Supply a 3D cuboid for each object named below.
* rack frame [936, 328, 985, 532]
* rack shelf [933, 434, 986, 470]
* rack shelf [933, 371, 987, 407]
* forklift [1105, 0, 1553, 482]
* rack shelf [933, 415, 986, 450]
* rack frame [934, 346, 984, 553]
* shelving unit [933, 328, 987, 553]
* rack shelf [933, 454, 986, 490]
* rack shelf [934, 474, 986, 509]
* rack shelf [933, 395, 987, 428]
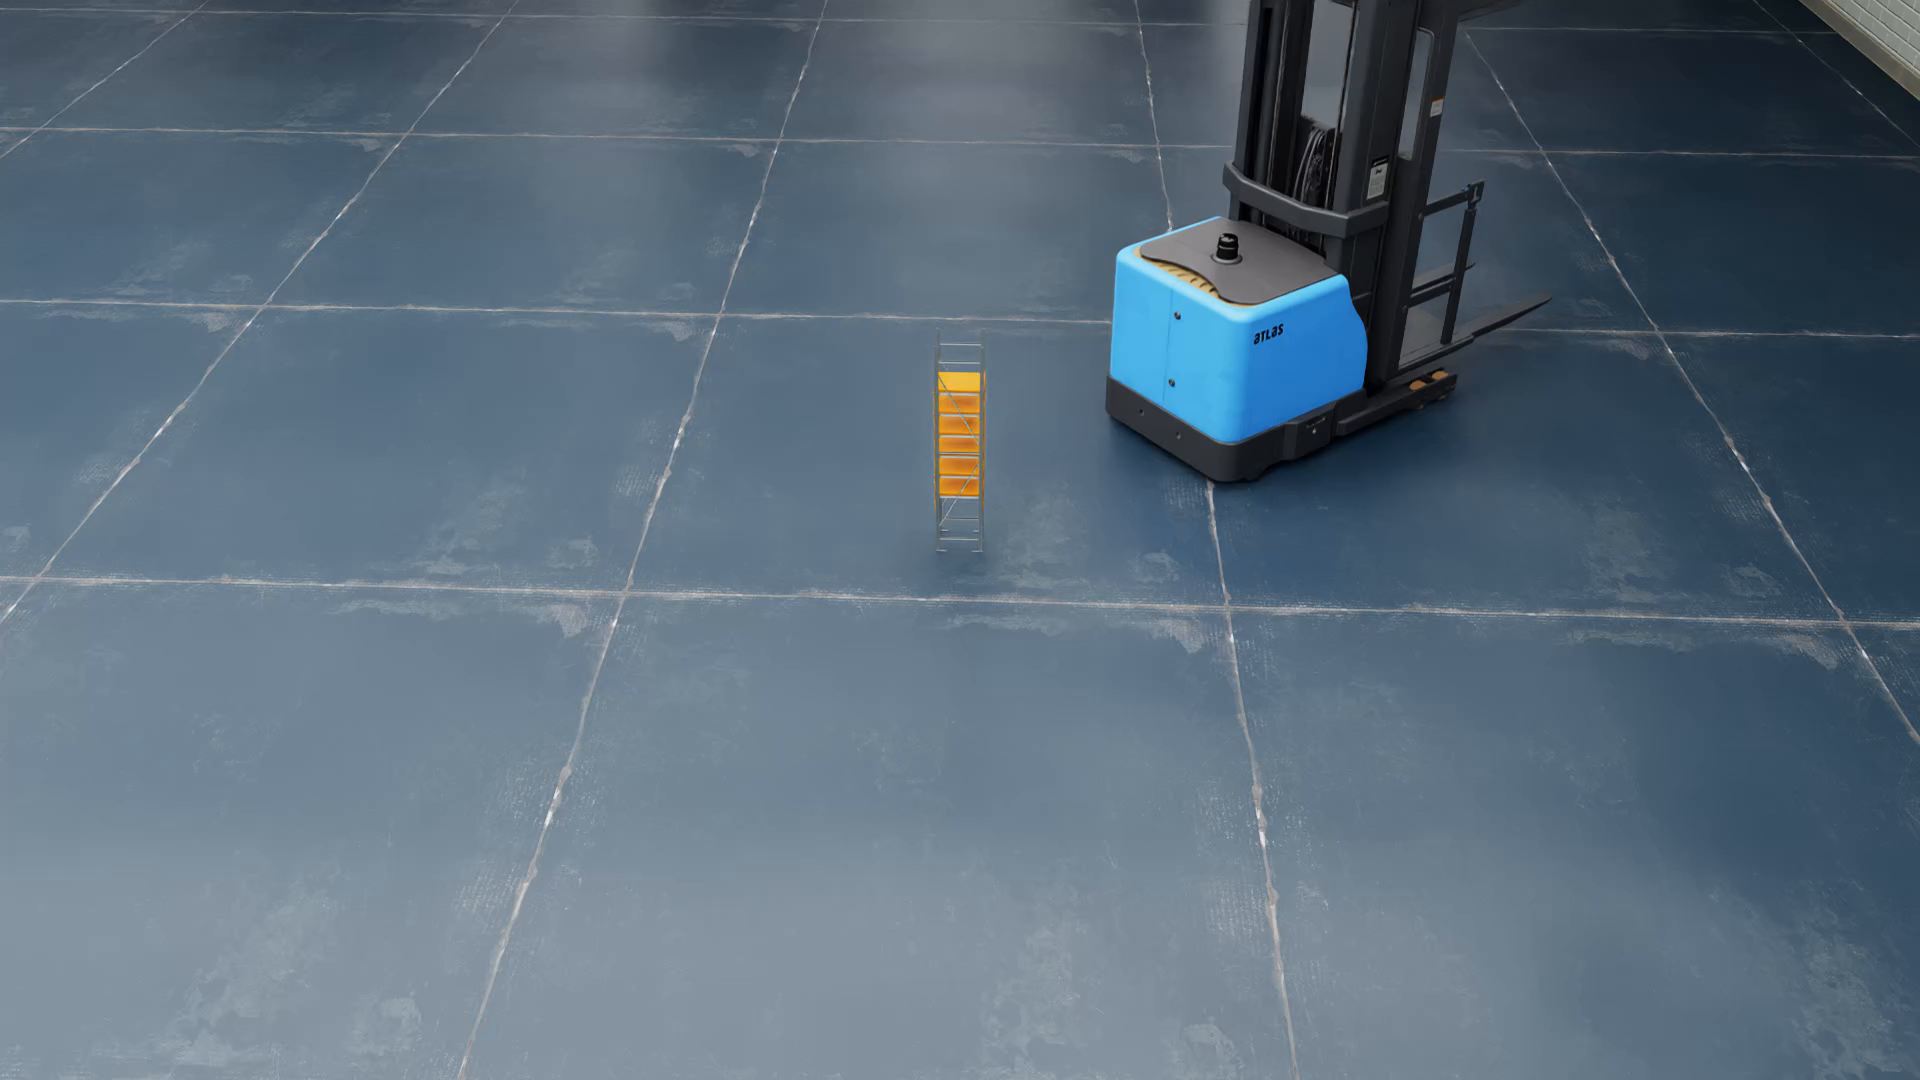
[{"bbox_3d":[0.003,-0.535,8.414,0.240,1.200,0.006,1,35,2],"label":"rack frame"},{"bbox_3d":[-0.001,-0.446,8.364,0.258,0.103,0.180,1,35,2],"label":"rack shelf"},{"bbox_3d":[-0.001,-0.741,8.157,0.258,0.103,0.180,1,35,2],"label":"rack shelf"},{"bbox_3d":[2.328,-2.191,9.264,3.031,2.935,1.130,-23,41,-29],"label":"forklift"},{"bbox_3d":[-0.001,-0.544,8.295,0.258,0.103,0.180,1,35,2],"label":"rack shelf"},{"bbox_3d":[-0.004,-0.430,8.264,0.240,1.200,0.006,1,35,2],"label":"rack frame"},{"bbox_3d":[-0.001,-0.483,8.339,0.258,1.200,0.189,1,35,2],"label":"shelving unit"},{"bbox_3d":[-0.001,-0.348,8.433,0.258,0.103,0.180,1,35,2],"label":"rack shelf"},{"bbox_3d":[-0.001,-0.250,8.502,0.258,0.103,0.180,1,35,2],"label":"rack shelf"},{"bbox_3d":[-0.001,-0.643,8.226,0.258,0.103,0.180,1,35,2],"label":"rack shelf"}]
